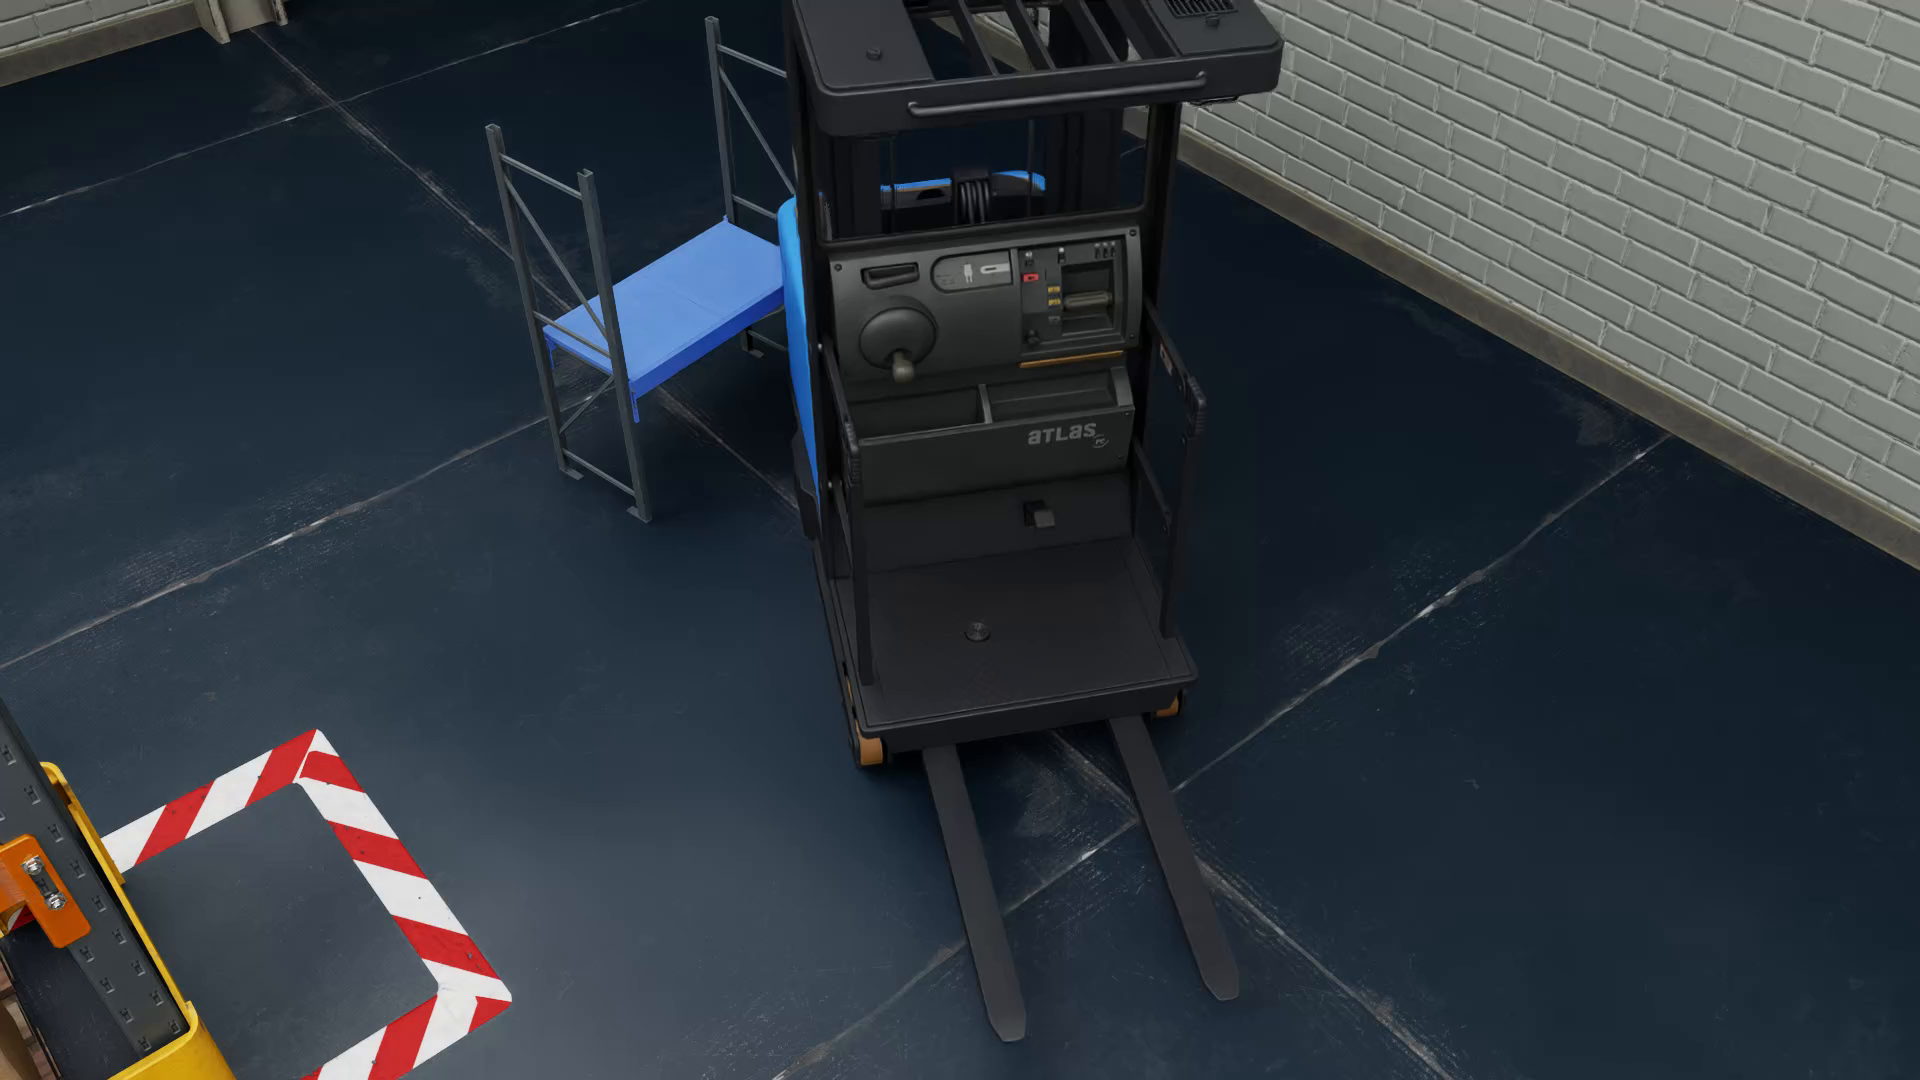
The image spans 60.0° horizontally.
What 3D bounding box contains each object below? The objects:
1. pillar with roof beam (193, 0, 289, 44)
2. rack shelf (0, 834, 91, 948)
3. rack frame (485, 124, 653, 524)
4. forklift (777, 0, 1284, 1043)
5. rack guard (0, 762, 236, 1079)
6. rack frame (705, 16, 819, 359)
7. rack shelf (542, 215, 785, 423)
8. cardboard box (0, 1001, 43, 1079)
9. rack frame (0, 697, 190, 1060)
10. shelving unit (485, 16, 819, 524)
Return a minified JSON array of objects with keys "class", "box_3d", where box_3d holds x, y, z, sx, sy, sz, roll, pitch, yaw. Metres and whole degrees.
[{"class":"pillar with roof beam","box_3d":[-1.255,-3.919,3.850,0.400,9.000,9.100,-30,51,-28]},{"class":"rack shelf","box_3d":[-3.886,1.388,3.107,4.000,0.370,1.077,-30,51,-28]},{"class":"rack frame","box_3d":[-1.374,-0.724,5.926,0.500,1.500,0.032,29,50,27]},{"class":"forklift","box_3d":[0.131,-0.612,4.761,1.130,2.935,3.031,-8,44,-9]},{"class":"rack guard","box_3d":[-2.411,1.191,4.616,0.348,0.500,1.175,-30,51,-28]},{"class":"rack frame","box_3d":[-0.732,-1.264,6.501,0.500,1.500,0.032,29,50,27]},{"class":"rack shelf","box_3d":[-1.053,-0.863,6.336,0.538,0.185,1.000,29,50,27]},{"class":"cardboard box","box_3d":[-2.611,1.366,4.109,0.500,0.500,0.500,-30,51,-28]},{"class":"rack frame","box_3d":[-2.352,0.247,3.796,0.127,3.000,1.000,-30,51,-28]},{"class":"shelving unit","box_3d":[-1.053,-0.994,6.213,0.538,1.500,1.048,29,50,27]}]
